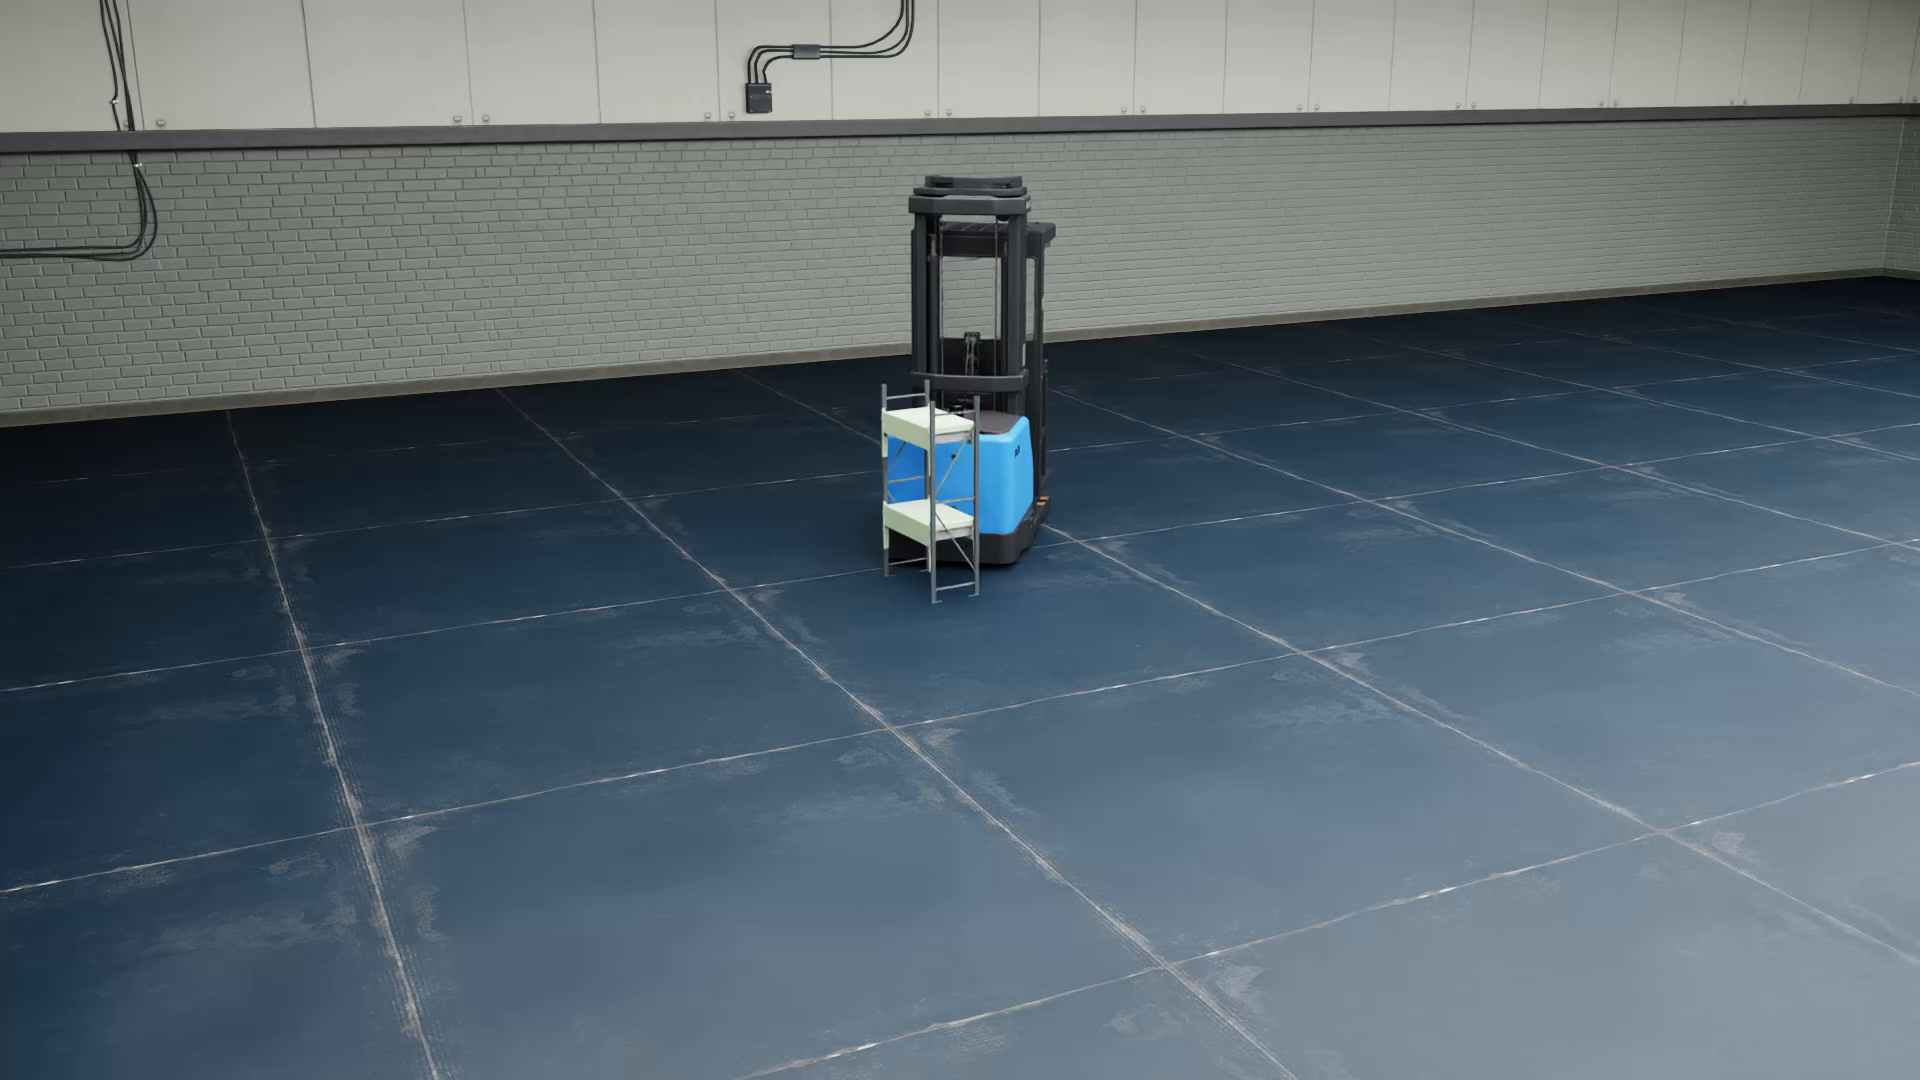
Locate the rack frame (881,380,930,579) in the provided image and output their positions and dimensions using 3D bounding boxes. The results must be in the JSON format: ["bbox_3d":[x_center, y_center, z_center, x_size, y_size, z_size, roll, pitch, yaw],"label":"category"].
[{"bbox_3d":[-0.409,-0.456,12.621,0.400,1.500,0.023,-9,18,-29],"label":"rack frame"}]

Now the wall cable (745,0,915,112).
[{"bbox_3d":[-1.599,-8.344,20.348,2.305,6.003,0.169,-8,18,-25],"label":"wall cable"}]

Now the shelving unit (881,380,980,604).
[{"bbox_3d":[-0.224,-0.369,12.317,0.431,1.500,0.755,-9,18,-29],"label":"shelving unit"}]

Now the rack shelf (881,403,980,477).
[{"bbox_3d":[-0.224,-0.744,12.210,0.431,0.370,0.720,-9,18,-29],"label":"rack shelf"}]

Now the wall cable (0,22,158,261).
[{"bbox_3d":[-10.140,-4.074,17.261,3.097,2.526,0.112,-8,18,-25],"label":"wall cable"}]

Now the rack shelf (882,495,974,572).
[{"bbox_3d":[-0.224,-0.056,12.407,0.431,0.370,0.720,-9,18,-29],"label":"rack shelf"}]

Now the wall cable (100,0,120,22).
[{"bbox_3d":[-7.708,-6.828,17.704,3.097,2.526,0.112,-8,18,-25],"label":"wall cable"}]

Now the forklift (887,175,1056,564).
[{"bbox_3d":[0.190,-1.585,13.960,1.130,2.935,3.031,3,16,11],"label":"forklift"}]

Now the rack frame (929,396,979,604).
[{"bbox_3d":[-0.038,-0.282,12.014,0.400,1.500,0.023,-9,18,-29],"label":"rack frame"}]
